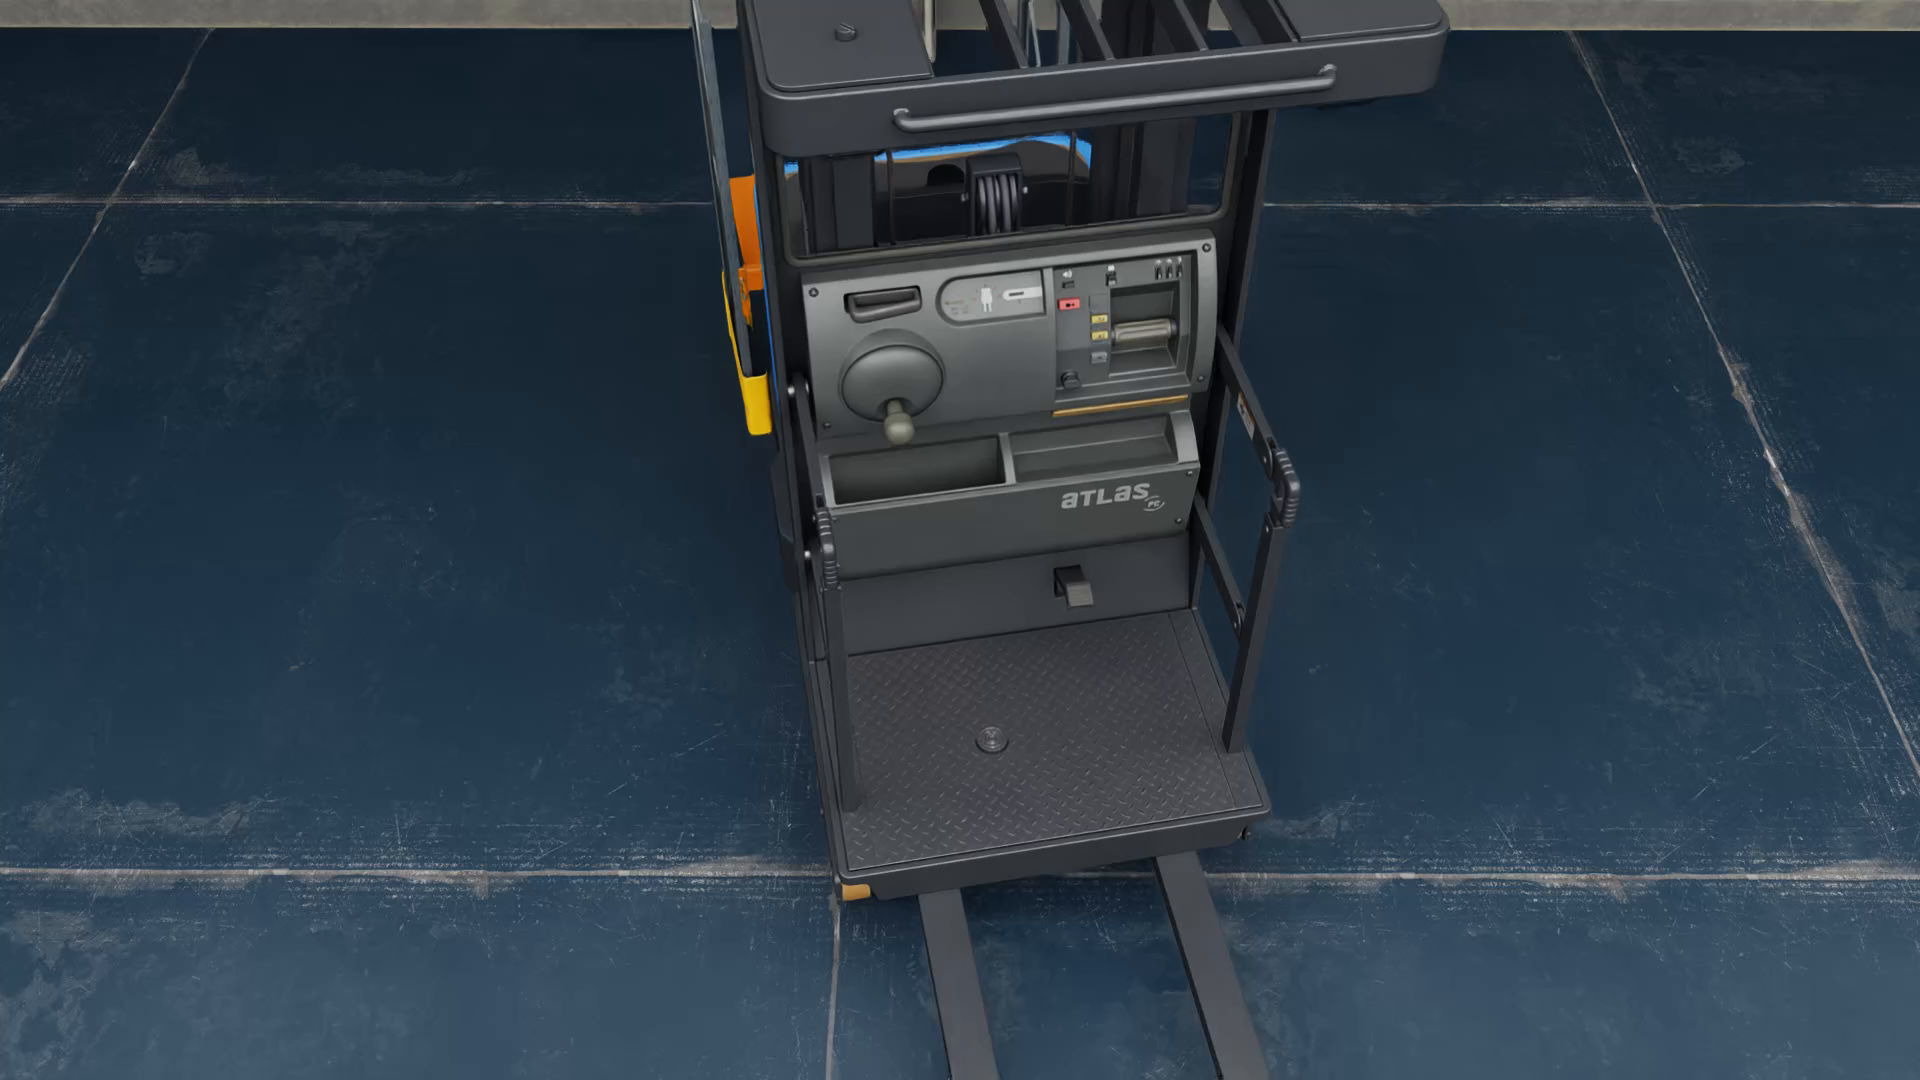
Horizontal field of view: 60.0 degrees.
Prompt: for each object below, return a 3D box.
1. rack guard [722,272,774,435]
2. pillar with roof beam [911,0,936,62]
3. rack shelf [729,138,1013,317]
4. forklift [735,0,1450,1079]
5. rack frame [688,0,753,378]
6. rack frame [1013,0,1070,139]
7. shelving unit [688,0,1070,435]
[{"bbox_3d":[-0.728,-0.650,5.684,0.087,0.250,0.587,-9,48,-8],"label":"rack guard"},{"bbox_3d":[-0.321,-2.089,1.047,0.400,9.000,9.100,0,47,0],"label":"pillar with roof beam"},{"bbox_3d":[-0.250,-1.030,5.430,1.000,0.185,0.538,-9,48,-8],"label":"rack shelf"},{"bbox_3d":[0.161,-0.353,3.576,1.130,2.935,3.031,-8,48,-7],"label":"forklift"},{"bbox_3d":[-0.746,-1.073,5.224,0.032,1.500,0.500,-9,48,-8],"label":"rack frame"},{"bbox_3d":[0.246,-1.233,5.373,0.032,1.500,0.500,-9,48,-8],"label":"rack frame"},{"bbox_3d":[-0.241,-1.154,5.300,1.083,1.500,0.587,-9,48,-8],"label":"shelving unit"}]
